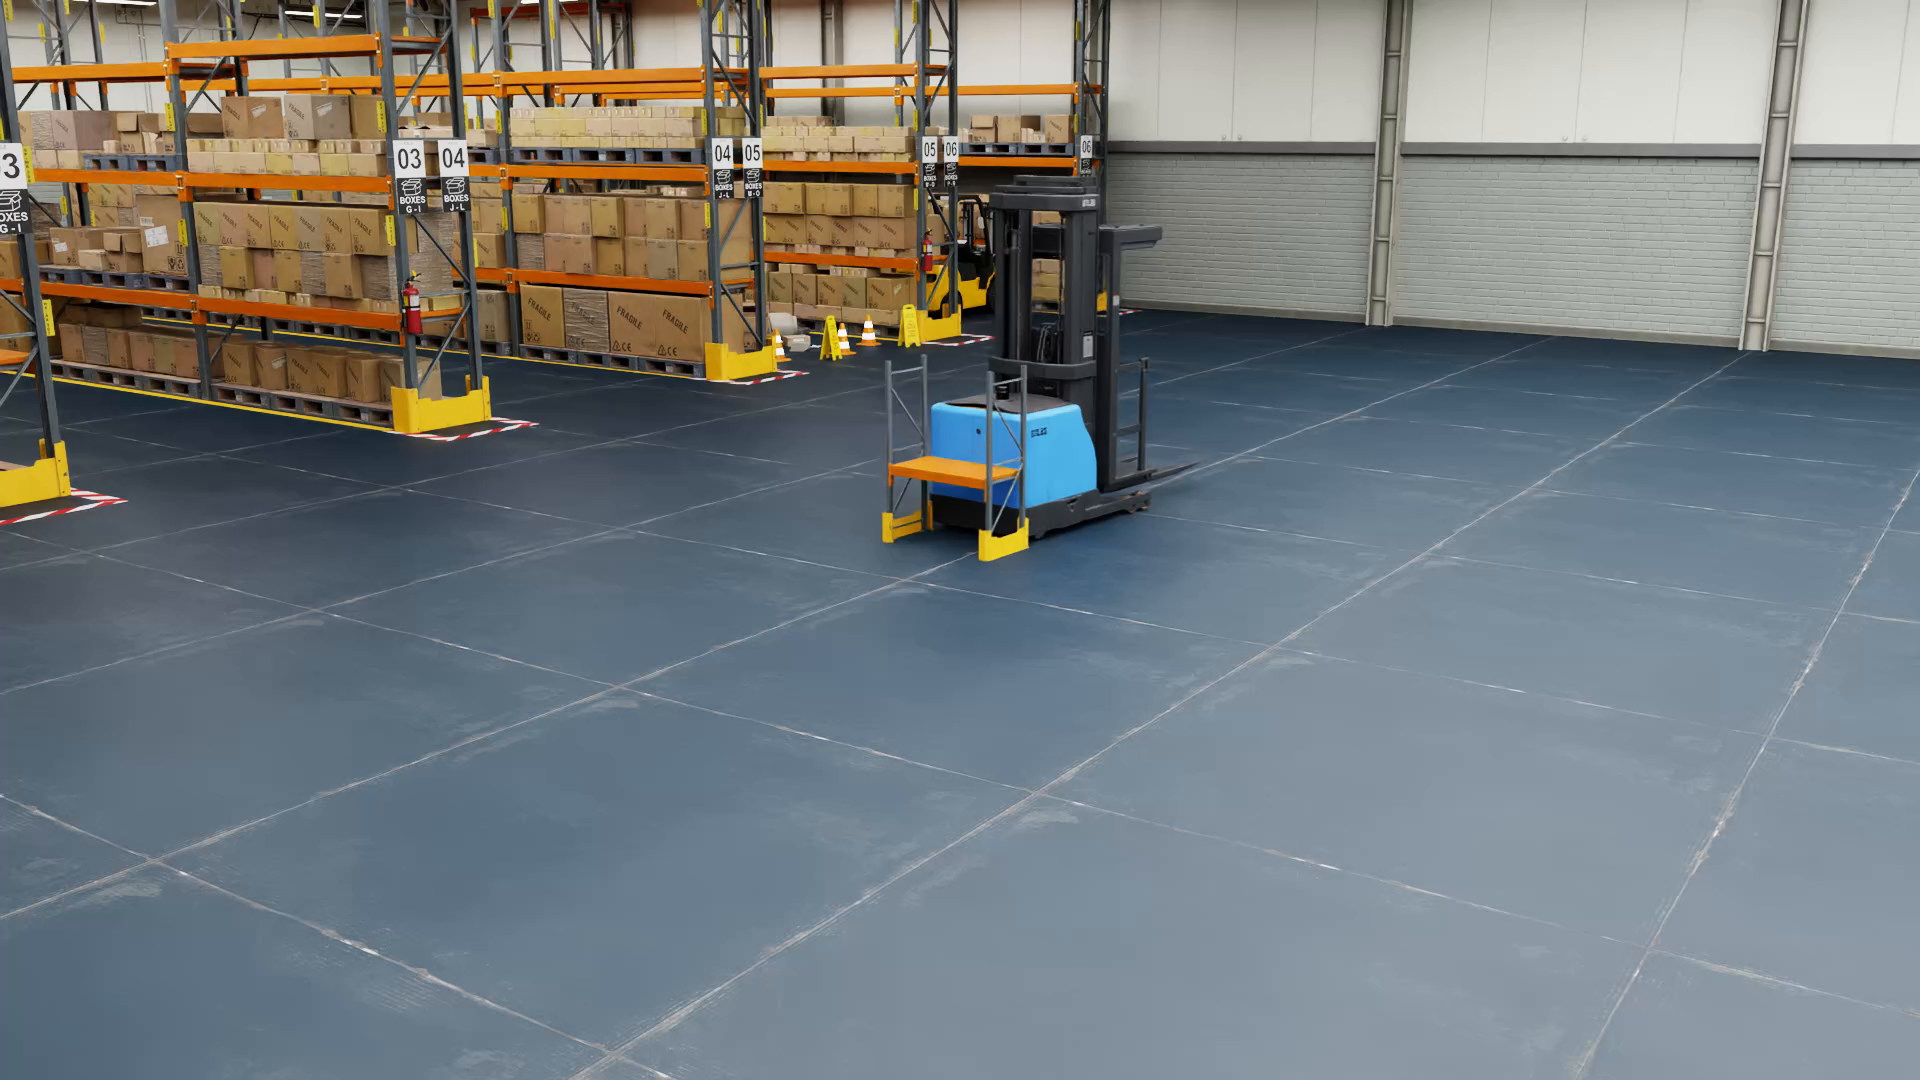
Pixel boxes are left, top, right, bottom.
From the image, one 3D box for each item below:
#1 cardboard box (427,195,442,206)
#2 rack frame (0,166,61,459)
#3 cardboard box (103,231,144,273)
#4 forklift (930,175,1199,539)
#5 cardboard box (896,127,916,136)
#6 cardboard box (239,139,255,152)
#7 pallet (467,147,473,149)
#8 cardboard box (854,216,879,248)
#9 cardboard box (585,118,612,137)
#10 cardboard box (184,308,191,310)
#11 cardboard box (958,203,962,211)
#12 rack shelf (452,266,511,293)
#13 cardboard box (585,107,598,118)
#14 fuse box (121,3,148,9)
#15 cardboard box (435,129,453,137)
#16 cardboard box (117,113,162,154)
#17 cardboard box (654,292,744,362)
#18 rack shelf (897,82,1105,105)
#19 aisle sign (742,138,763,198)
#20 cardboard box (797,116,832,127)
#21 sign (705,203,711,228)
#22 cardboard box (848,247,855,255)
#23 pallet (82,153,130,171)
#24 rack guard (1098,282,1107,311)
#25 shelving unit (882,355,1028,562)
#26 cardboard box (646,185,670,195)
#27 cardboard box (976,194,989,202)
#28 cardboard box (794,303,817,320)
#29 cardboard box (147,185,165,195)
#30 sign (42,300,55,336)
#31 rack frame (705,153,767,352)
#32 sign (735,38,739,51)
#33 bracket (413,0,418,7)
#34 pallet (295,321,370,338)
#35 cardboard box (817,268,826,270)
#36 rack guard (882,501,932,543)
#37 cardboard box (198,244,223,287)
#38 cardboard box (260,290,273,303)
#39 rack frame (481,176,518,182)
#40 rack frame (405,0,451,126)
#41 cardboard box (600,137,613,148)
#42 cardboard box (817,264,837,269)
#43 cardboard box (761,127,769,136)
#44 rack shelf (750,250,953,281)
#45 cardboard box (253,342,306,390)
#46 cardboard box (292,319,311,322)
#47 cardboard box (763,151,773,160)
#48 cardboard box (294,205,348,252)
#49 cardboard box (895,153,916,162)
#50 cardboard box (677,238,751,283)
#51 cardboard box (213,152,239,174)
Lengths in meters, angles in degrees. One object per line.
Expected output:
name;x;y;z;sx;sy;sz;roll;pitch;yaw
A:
cardboard box;-8.042;-5.090;25.853;0.500;0.500;0.700;9;17;32
rack frame;-8.659;-1.787;14.799;0.127;3.000;1.000;9;17;33
cardboard box;-10.704;-3.779;21.757;0.637;0.503;0.797;11;18;38
forklift;1.068;-1.724;14.688;1.130;2.935;3.031;11;18;38
cardboard box;-0.809;-6.458;26.290;0.250;0.149;0.380;9;17;33
cardboard box;-8.244;-4.642;19.574;0.250;0.149;0.380;9;16;32
pallet;-9.533;-7.610;32.477;1.217;0.209;0.805;8;16;31
cardboard box;-1.381;-5.029;27.070;0.500;0.500;0.500;9;17;33
cardboard box;-4.854;-5.742;23.146;0.500;0.250;0.500;9;17;33
cardboard box;-13.516;-4.164;29.460;0.250;0.149;0.380;9;17;34
cardboard box;0.029;-6.398;31.868;0.250;0.149;0.380;9;17;32
rack shelf;-8.021;-4.205;26.065;4.000;0.370;1.077;9;17;33
cardboard box;-4.987;-5.939;23.112;0.250;0.149;0.380;9;17;33
fuse box;-18.451;-12.059;37.150;0.176;0.334;0.513;9;17;33
cardboard box;-7.509;-6.044;24.982;0.500;0.250;0.500;9;17;32
cardboard box;-10.331;-5.230;21.376;0.637;0.503;0.797;10;17;35
cardboard box;-3.642;-3.000;23.247;0.875;0.875;0.875;9;17;33
rack shelf;0.744;-8.377;31.267;4.000;0.370;1.077;9;17;33
aisle sign;-2.817;-5.062;22.619;0.004;0.787;0.394;9;17;33
cardboard box;-2.925;-8.288;33.529;0.500;0.500;0.500;10;17;34
sign;-3.357;-4.320;22.131;0.005;0.325;0.100;9;17;33
cardboard box;-1.631;-4.777;27.402;0.250;0.149;0.380;9;17;34
pallet;-10.529;-4.918;21.597;1.003;0.211;1.213;9;17;33
rack guard;2.423;-4.524;31.058;0.348;0.500;1.175;9;17;33
shelving unit;-0.043;-0.687;13.478;1.083;1.500;0.587;10;17;36
cardboard box;-5.487;-6.372;30.269;0.250;0.149;0.380;8;16;30
cardboard box;0.513;-6.496;31.645;0.250;0.149;0.380;9;17;33
cardboard box;-2.453;-3.883;28.115;0.500;0.250;0.500;9;16;32
cardboard box;-13.973;-6.115;29.374;0.500;0.500;0.500;9;16;31
sign;-8.348;-2.030;15.206;0.005;0.325;0.100;9;17;33
rack frame;-3.043;-3.750;22.728;0.127;3.000;1.000;9;17;33
sign;-4.530;-10.108;33.819;0.005;0.325;0.100;9;17;33
bracket;-13.150;-13.072;40.410;0.430;0.232;0.235;9;17;33
pallet;-10.329;-3.574;27.822;1.213;0.211;1.003;9;17;33
cardboard box;-2.619;-4.426;28.749;0.500;0.500;0.500;10;17;34
rack guard;-0.438;-0.154;13.923;0.087;0.250;0.587;10;17;36
cardboard box;-8.875;-3.431;20.614;0.500;0.500;0.875;9;17;33
cardboard box;-8.152;-2.937;19.969;0.250;0.149;0.380;9;17;33
rack frame;-10.873;-7.886;39.438;0.127;3.000;1.000;9;17;33
rack frame;-10.321;-9.272;32.550;0.127;3.000;1.000;9;17;33
cardboard box;-4.773;-5.518;23.070;0.250;0.149;0.380;9;17;33
cardboard box;-2.620;-5.602;34.278;0.625;0.625;0.875;8;16;31
cardboard box;-3.158;-6.834;27.810;0.250;0.149;0.380;9;16;31
rack shelf;-2.024;-4.669;27.940;4.000;0.370;1.077;9;17;33
cardboard box;-8.425;-2.164;20.652;0.500;0.500;0.500;-11;17;-36
cardboard box;-10.802;-3.920;27.743;0.500;0.500;0.500;10;17;35
cardboard box;-3.108;-6.473;28.008;0.250;0.149;0.380;9;17;33
cardboard box;-7.321;-3.611;19.258;0.500;0.500;0.500;9;17;33
cardboard box;-0.816;-6.076;26.408;0.250;0.149;0.380;9;17;33
cardboard box;-3.376;-3.863;22.875;0.550;0.550;0.875;9;17;33
cardboard box;-8.542;-4.513;19.880;0.500;0.250;0.500;9;17;32
